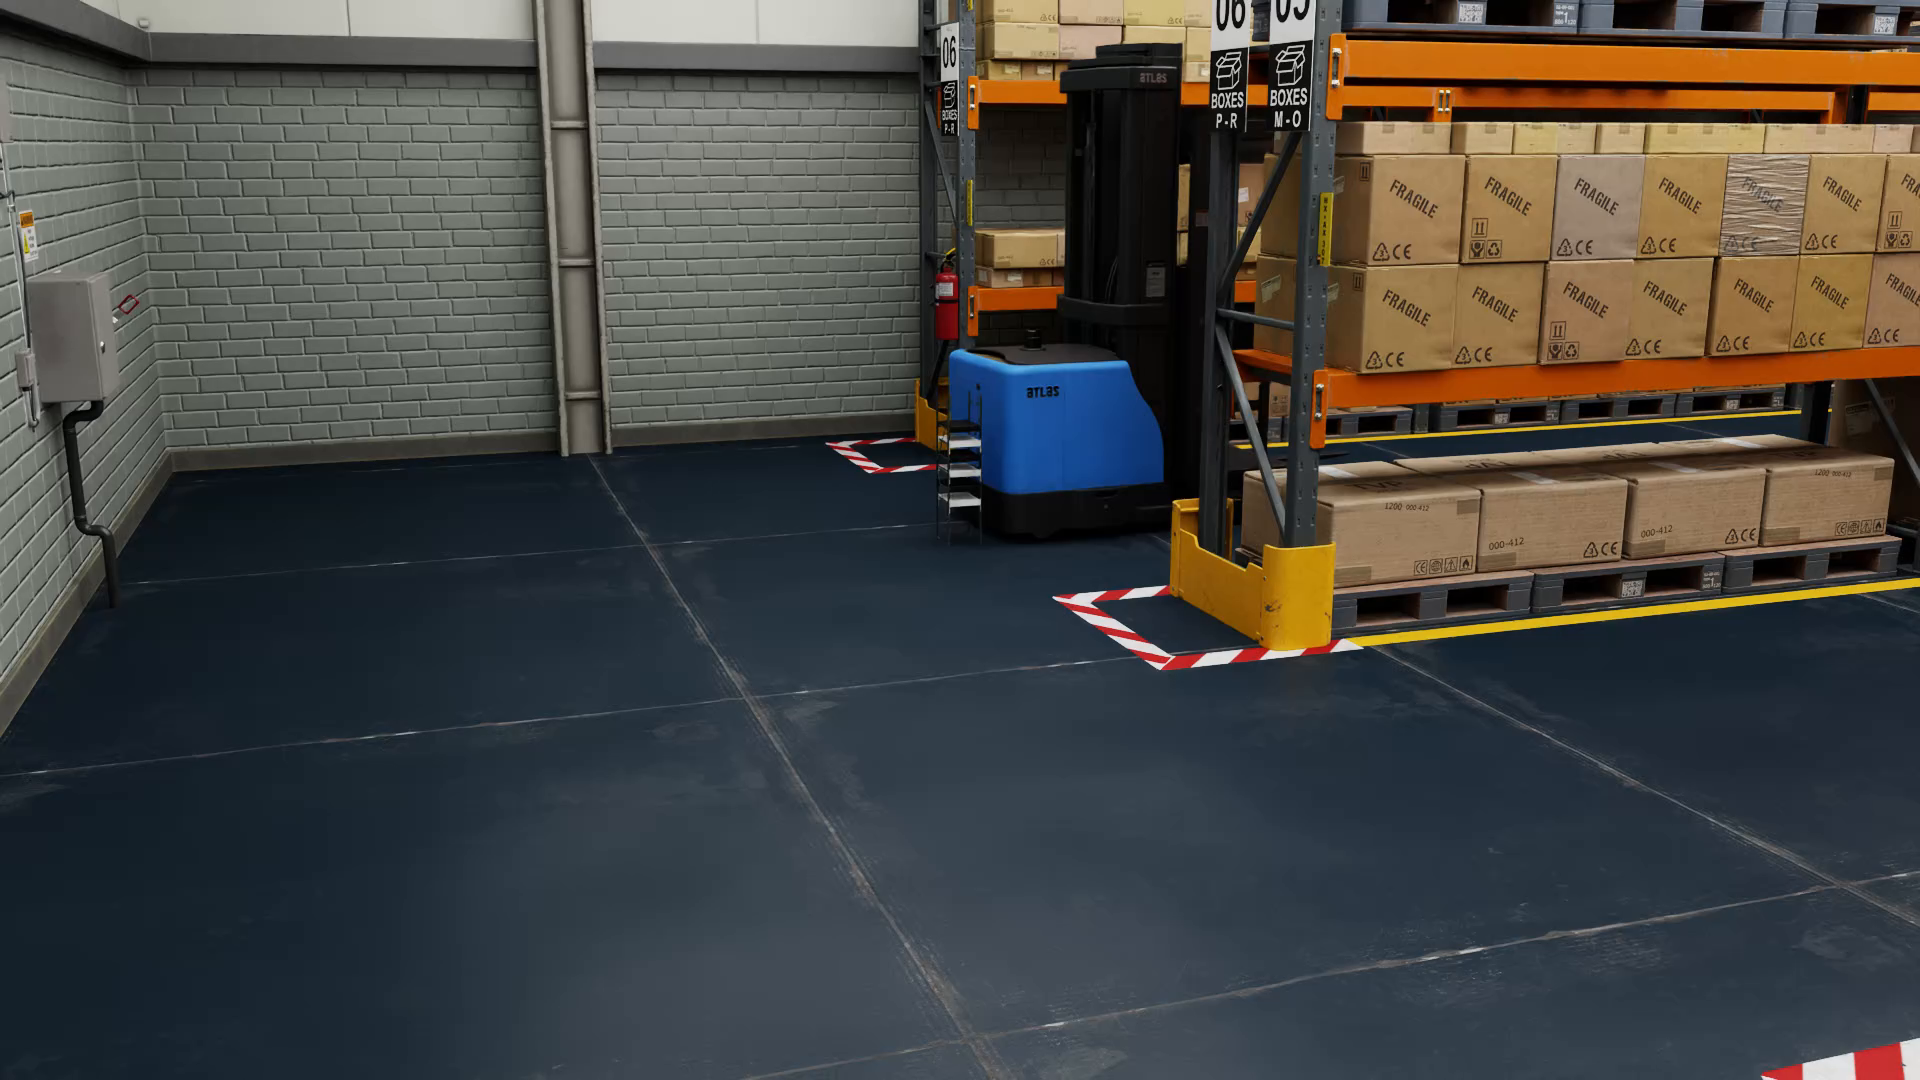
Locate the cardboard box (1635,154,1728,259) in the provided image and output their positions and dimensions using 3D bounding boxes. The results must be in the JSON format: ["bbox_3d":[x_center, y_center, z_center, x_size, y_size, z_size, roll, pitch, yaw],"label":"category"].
[{"bbox_3d":[3.473,-1.693,8.400,0.500,0.500,0.500,-4,14,-18],"label":"cardboard box"}]

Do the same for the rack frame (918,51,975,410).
[{"bbox_3d":[-0.105,-2.157,12.728,0.127,3.000,1.000,-4,14,-18],"label":"rack frame"}]

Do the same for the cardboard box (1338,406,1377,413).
[{"bbox_3d":[3.252,-1.164,13.807,0.250,0.149,0.380,-5,14,-20],"label":"cardboard box"}]

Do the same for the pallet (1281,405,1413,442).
[{"bbox_3d":[3.035,-1.045,14.079,1.213,0.211,1.003,-4,14,-18],"label":"pallet"}]

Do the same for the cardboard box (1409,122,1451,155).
[{"bbox_3d":[2.132,-1.919,7.952,0.250,0.149,0.380,-4,14,-17],"label":"cardboard box"}]

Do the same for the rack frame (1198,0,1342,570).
[{"bbox_3d":[1.482,-1.068,8.152,0.127,3.000,1.000,-4,14,-18],"label":"rack frame"}]

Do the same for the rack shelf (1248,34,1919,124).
[{"bbox_3d":[3.377,-2.325,8.509,4.000,0.370,1.077,-4,14,-18],"label":"rack shelf"}]

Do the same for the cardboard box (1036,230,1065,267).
[{"bbox_3d":[0.889,-2.240,12.760,0.500,0.250,0.500,-4,14,-17],"label":"cardboard box"}]

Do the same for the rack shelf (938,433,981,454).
[{"bbox_3d":[-0.008,-0.580,10.002,0.200,0.077,0.258,-4,14,-18],"label":"rack shelf"}]

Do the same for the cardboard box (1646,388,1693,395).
[{"bbox_3d":[6.172,-1.583,14.811,0.500,0.500,0.500,-4,14,-16],"label":"cardboard box"}]

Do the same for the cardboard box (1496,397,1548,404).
[{"bbox_3d":[4.718,-1.468,14.326,0.500,0.500,0.500,-5,14,-19],"label":"cardboard box"}]

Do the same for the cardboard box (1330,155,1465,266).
[{"bbox_3d":[2.028,-1.576,7.911,0.500,0.500,0.500,-5,14,-19],"label":"cardboard box"}]

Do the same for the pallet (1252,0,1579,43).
[{"bbox_3d":[2.182,-2.542,8.055,1.213,0.211,1.003,-4,14,-18],"label":"pallet"}]

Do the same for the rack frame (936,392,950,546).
[{"bbox_3d":[-0.104,-0.430,10.005,0.006,0.900,0.240,-4,14,-18],"label":"rack frame"}]

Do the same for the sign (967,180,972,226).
[{"bbox_3d":[0.068,-2.459,12.127,0.005,0.325,0.100,-4,14,-18],"label":"sign"}]

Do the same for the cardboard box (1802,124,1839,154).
[{"bbox_3d":[4.324,-2.087,8.657,0.250,0.149,0.380,-5,14,-19],"label":"cardboard box"}]

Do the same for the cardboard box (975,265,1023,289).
[{"bbox_3d":[0.294,-1.999,12.606,0.250,0.149,0.380,-5,14,-18],"label":"cardboard box"}]

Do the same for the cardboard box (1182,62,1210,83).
[{"bbox_3d":[1.755,-3.558,12.680,0.250,0.149,0.380,-4,14,-18],"label":"cardboard box"}]

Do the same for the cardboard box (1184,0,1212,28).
[{"bbox_3d":[1.836,-4.022,12.688,0.500,0.250,0.500,-4,14,-17],"label":"cardboard box"}]

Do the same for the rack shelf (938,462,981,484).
[{"bbox_3d":[-0.008,-0.405,10.044,0.200,0.077,0.258,-4,14,-18],"label":"rack shelf"}]

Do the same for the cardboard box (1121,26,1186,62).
[{"bbox_3d":[1.367,-3.738,12.573,0.500,0.250,0.500,-5,14,-20],"label":"cardboard box"}]

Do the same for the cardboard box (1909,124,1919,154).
[{"bbox_3d":[5.083,-2.122,8.802,0.250,0.149,0.380,-5,14,-19],"label":"cardboard box"}]

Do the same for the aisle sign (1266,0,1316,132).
[{"bbox_3d":[1.506,-2.264,7.562,0.004,0.787,0.394,-4,14,-18],"label":"aisle sign"}]

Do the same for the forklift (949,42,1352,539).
[{"bbox_3d":[1.483,-1.632,10.671,3.031,2.935,1.130,-5,14,-22],"label":"forklift"}]

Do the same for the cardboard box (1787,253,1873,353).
[{"bbox_3d":[4.429,-1.283,8.837,0.500,0.500,0.500,-5,14,-19],"label":"cardboard box"}]

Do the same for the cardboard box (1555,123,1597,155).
[{"bbox_3d":[2.891,-1.968,8.155,0.250,0.149,0.380,-4,14,-18],"label":"cardboard box"}]

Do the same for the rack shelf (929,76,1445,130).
[{"bbox_3d":[1.791,-3.414,13.084,4.000,0.370,1.077,-4,14,-18],"label":"rack shelf"}]

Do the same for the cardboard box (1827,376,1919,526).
[{"bbox_3d":[5.835,-0.598,9.857,0.875,0.875,0.875,-4,14,-16],"label":"cardboard box"}]

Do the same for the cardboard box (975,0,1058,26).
[{"bbox_3d":[0.396,-3.909,12.212,0.500,0.250,0.500,-5,14,-19],"label":"cardboard box"}]

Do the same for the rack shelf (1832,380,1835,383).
[{"bbox_3d":[7.169,-1.161,10.097,4.000,0.370,1.077,-4,14,-18],"label":"rack shelf"}]

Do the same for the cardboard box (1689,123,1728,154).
[{"bbox_3d":[3.623,-2.020,8.373,0.250,0.149,0.380,-4,14,-18],"label":"cardboard box"}]

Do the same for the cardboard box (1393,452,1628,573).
[{"bbox_3d":[2.940,-0.166,8.989,0.875,0.438,0.875,-4,14,-17],"label":"cardboard box"}]

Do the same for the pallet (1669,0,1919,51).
[{"bbox_3d":[4.494,-2.722,8.812,1.213,0.211,1.003,-4,14,-18],"label":"pallet"}]

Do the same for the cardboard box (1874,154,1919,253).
[{"bbox_3d":[4.914,-1.803,8.865,0.500,0.500,0.500,-5,14,-19],"label":"cardboard box"}]

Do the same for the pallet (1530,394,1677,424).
[{"bbox_3d":[5.603,-1.255,14.961,1.213,0.211,1.003,-4,14,-18],"label":"pallet"}]

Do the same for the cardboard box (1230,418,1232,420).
[{"bbox_3d":[1.861,-1.241,13.372,0.500,0.500,0.500,-4,14,-17],"label":"cardboard box"}]

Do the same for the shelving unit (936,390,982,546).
[{"bbox_3d":[-0.008,-0.437,10.036,0.210,0.900,0.258,-4,14,-18],"label":"shelving unit"}]

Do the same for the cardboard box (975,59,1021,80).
[{"bbox_3d":[0.271,-3.466,12.294,0.250,0.149,0.380,-4,14,-17],"label":"cardboard box"}]

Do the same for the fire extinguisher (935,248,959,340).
[{"bbox_3d":[-0.097,-1.825,12.308,0.183,0.674,0.296,-4,14,-18],"label":"fire extinguisher"}]

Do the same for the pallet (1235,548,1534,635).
[{"bbox_3d":[2.215,0.212,8.795,1.213,0.211,1.003,-4,14,-18],"label":"pallet"}]

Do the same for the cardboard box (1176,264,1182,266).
[{"bbox_3d":[1.531,-2.083,12.960,0.250,0.149,0.380,-5,14,-20],"label":"cardboard box"}]

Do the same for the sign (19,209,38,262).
[{"bbox_3d":[-4.565,-1.493,8.152,0.001,0.242,0.339,-4,14,-18],"label":"sign"}]

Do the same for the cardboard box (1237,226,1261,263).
[{"bbox_3d":[2.335,-2.358,13.257,0.500,0.250,0.500,-5,14,-18],"label":"cardboard box"}]

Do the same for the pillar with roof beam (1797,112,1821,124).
[{"bbox_3d":[9.799,-5.015,11.782,0.400,9.000,9.100,-4,14,-18],"label":"pillar with roof beam"}]

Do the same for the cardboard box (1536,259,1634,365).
[{"bbox_3d":[2.987,-1.166,8.349,0.500,0.500,0.500,-5,14,-18],"label":"cardboard box"}]

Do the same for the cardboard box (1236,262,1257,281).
[{"bbox_3d":[2.216,-2.169,13.324,0.250,0.149,0.380,-4,14,-17],"label":"cardboard box"}]
